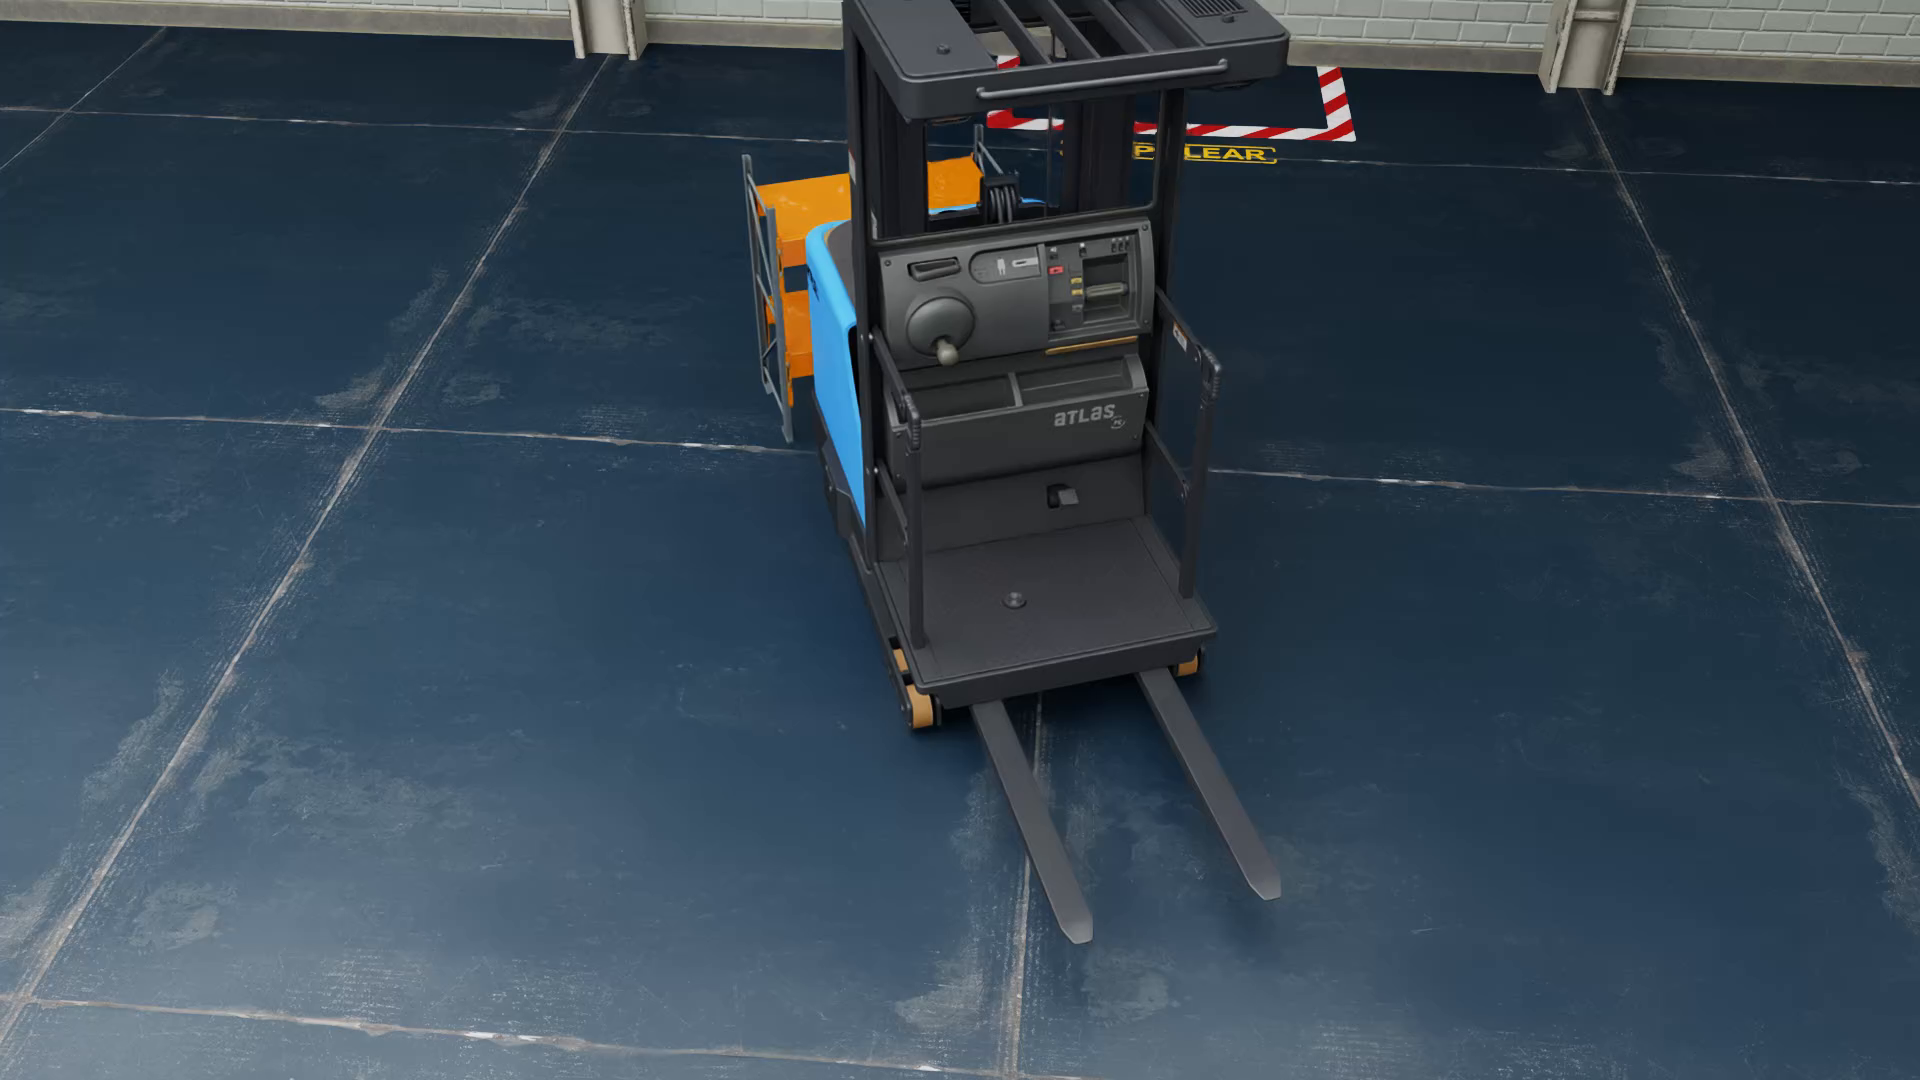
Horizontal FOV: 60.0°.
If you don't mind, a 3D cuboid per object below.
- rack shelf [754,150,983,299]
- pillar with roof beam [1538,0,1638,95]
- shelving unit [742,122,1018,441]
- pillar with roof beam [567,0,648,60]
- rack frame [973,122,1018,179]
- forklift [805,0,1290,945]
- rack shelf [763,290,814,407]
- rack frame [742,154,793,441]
[{"bbox_3d":[-0.337,-1.347,7.050,1.000,0.278,0.538,-11,40,-14],"label":"rack shelf"},{"bbox_3d":[3.394,-3.581,4.021,0.400,9.000,9.100,3,39,4],"label":"pillar with roof beam"},{"bbox_3d":[-0.337,-1.120,7.235,1.048,1.125,0.538,-11,40,-14],"label":"shelving unit"},{"bbox_3d":[-2.583,-3.908,4.423,0.400,9.000,9.100,3,39,4],"label":"pillar with roof beam"},{"bbox_3d":[0.148,-1.217,7.354,0.032,1.125,0.500,-11,40,-14],"label":"rack frame"},{"bbox_3d":[0.257,-0.742,5.340,1.130,2.935,3.031,-10,40,-12],"label":"forklift"},{"bbox_3d":[-0.336,-0.930,7.389,1.000,0.278,0.538,-11,40,-14],"label":"rack shelf"},{"bbox_3d":[-0.821,-1.023,7.115,0.032,1.125,0.500,-11,40,-14],"label":"rack frame"}]
